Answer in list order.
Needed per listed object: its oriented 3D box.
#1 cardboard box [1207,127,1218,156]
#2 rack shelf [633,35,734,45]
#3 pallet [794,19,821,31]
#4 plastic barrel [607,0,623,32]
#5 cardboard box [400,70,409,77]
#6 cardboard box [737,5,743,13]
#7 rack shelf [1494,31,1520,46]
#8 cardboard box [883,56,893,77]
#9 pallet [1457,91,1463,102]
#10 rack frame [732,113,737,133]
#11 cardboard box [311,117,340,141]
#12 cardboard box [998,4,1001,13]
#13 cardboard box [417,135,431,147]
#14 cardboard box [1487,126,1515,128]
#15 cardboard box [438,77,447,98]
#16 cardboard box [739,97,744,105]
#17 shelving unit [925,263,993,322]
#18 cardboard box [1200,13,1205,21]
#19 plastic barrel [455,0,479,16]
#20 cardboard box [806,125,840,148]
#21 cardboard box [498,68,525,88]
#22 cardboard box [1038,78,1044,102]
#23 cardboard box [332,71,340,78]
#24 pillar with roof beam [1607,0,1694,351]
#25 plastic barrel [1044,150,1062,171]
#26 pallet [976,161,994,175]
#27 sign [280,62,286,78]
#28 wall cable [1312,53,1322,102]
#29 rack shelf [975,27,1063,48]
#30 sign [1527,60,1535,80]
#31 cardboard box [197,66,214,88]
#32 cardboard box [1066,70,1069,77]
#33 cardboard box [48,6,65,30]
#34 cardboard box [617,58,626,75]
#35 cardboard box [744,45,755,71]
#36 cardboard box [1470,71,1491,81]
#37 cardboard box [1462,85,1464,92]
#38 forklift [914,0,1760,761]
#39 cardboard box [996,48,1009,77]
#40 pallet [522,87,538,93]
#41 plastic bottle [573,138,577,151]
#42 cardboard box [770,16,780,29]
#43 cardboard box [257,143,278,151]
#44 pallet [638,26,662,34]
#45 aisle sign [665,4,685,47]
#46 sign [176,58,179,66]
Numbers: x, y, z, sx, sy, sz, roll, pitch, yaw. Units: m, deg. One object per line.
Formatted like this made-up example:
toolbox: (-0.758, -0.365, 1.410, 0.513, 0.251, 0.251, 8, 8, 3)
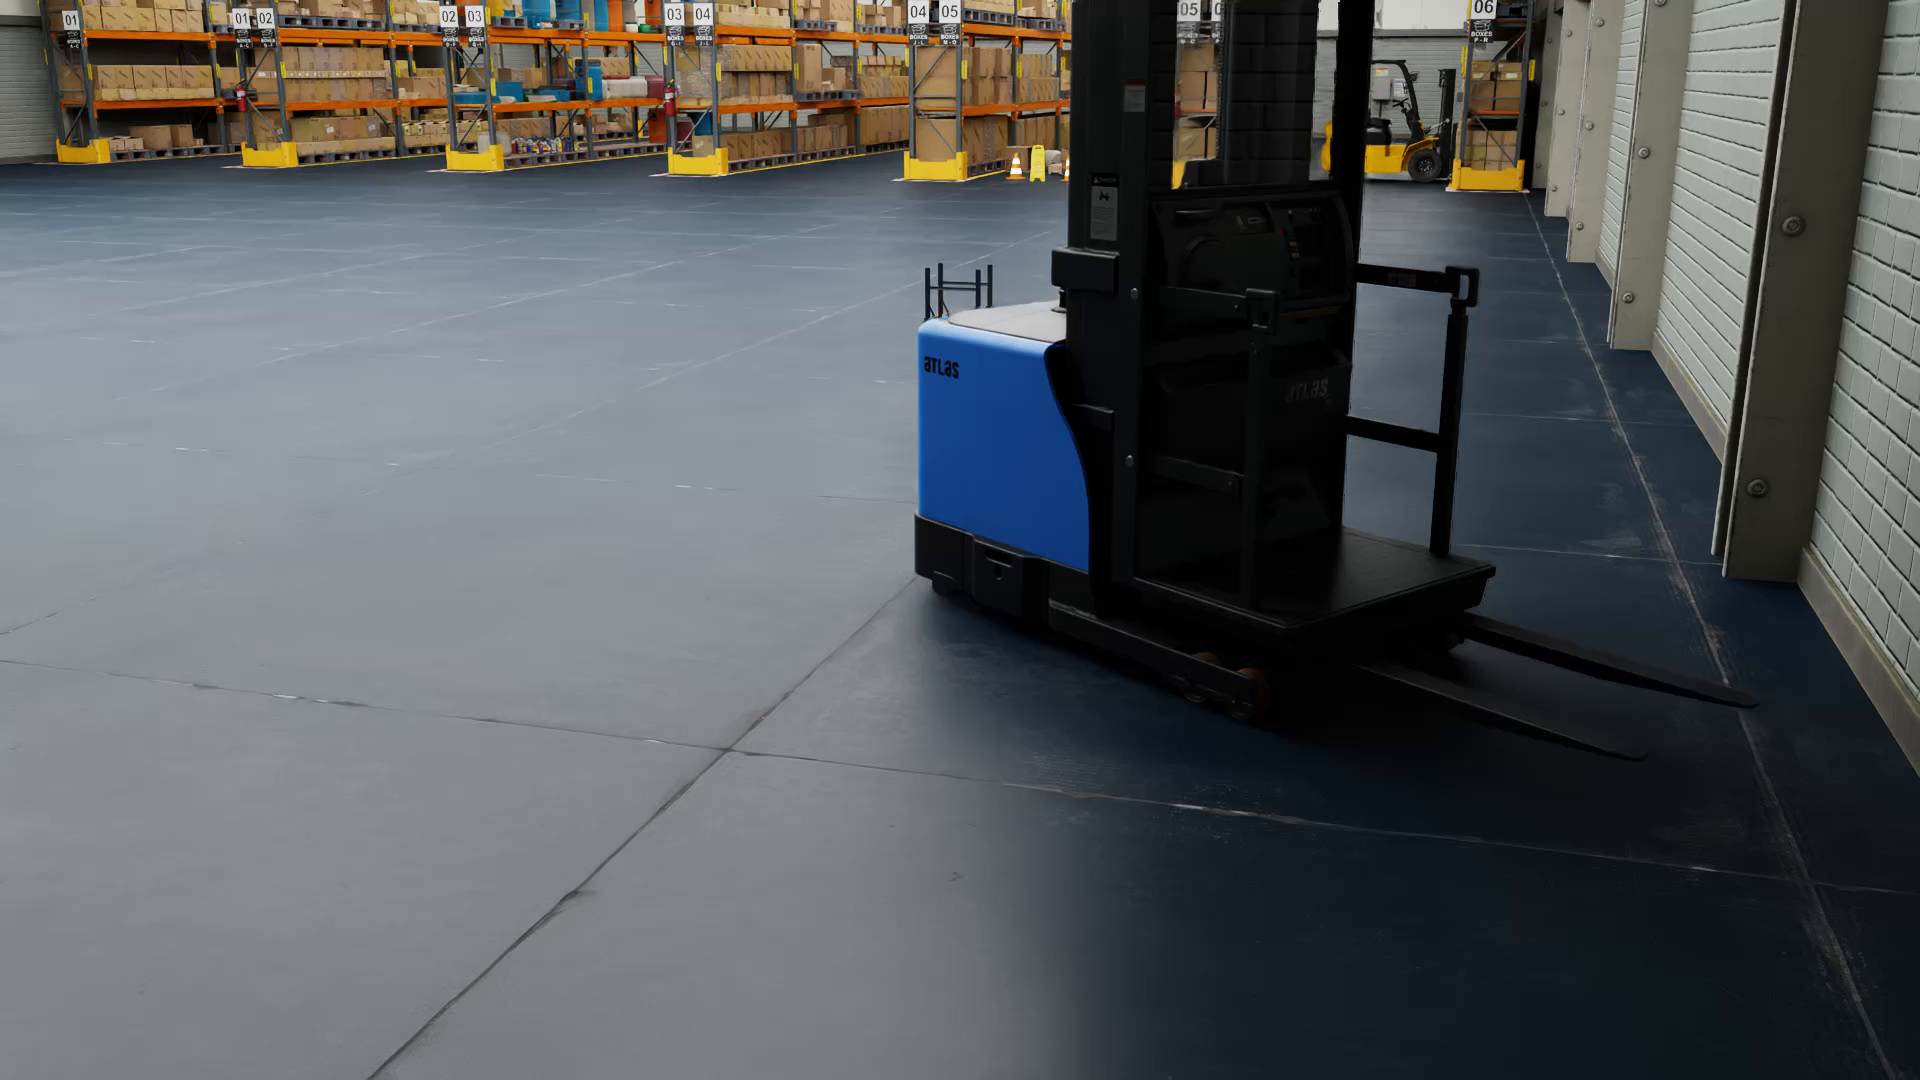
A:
cardboard box: (4.823, -7.317, 30.523, 0.500, 0.500, 0.500, 4, 16, 14)
rack shelf: (-7.086, -12.747, 42.594, 1.077, 0.370, 4.000, 5, 16, 16)
pallet: (-3.765, -11.202, 36.173, 1.213, 0.211, 1.003, 5, 16, 16)
plastic barrel: (-8.282, -12.407, 39.291, 0.600, 0.830, 0.708, 5, 16, 16)
cardboard box: (-15.906, -13.002, 46.906, 0.500, 0.500, 0.500, 4, 16, 15)
cardboard box: (-4.541, -10.531, 33.008, 0.380, 0.149, 0.250, 5, 16, 16)
rack shelf: (10.787, -10.164, 33.487, 1.077, 0.370, 4.000, 5, 16, 16)
cardboard box: (-2.149, -11.973, 42.024, 0.797, 0.503, 0.637, 5, 17, 16)
pallet: (11.481, -9.680, 36.313, 1.213, 0.211, 1.003, 5, 16, 16)
rack frame: (-6.518, -12.173, 44.749, 1.000, 3.000, 0.127, 5, 16, 16)
cardboard box: (-14.040, -9.044, 36.614, 0.500, 0.500, 0.500, 5, 16, 16)
cardboard box: (0.599, -10.471, 32.761, 0.380, 0.149, 0.250, 5, 17, 17)
cardboard box: (-13.041, -9.564, 39.821, 0.500, 0.250, 0.500, 5, 17, 17)
cardboard box: (9.978, -7.495, 30.694, 0.500, 0.250, 0.500, 5, 17, 16)
cardboard box: (-12.864, -11.119, 40.852, 0.500, 0.500, 0.500, 4, 16, 13)
cardboard box: (-4.566, -8.845, 33.475, 0.380, 0.149, 0.250, 5, 16, 16)
shelving unit: (-0.004, -0.573, 7.152, 0.258, 1.200, 0.189, 5, 16, 16)
cardboard box: (4.155, -9.318, 29.648, 0.380, 0.149, 0.250, 5, 17, 16)
plastic barrel: (-9.912, -11.022, 33.639, 0.600, 0.830, 0.708, 5, 16, 16)
cardboard box: (-3.222, -9.429, 38.848, 0.700, 0.500, 0.500, 3, 16, 11)
cardboard box: (-11.889, -12.160, 43.750, 0.700, 0.500, 0.500, 8, 18, 26)
cardboard box: (1.523, -9.845, 36.359, 0.500, 0.500, 0.500, 5, 17, 17)
cardboard box: (-13.921, -10.267, 36.657, 0.380, 0.149, 0.250, 5, 17, 16)
pillar with roof beam: (0.901, -6.120, 12.415, 9.100, 9.000, 0.400, 5, 16, 16)
plastic barrel: (1.832, -7.630, 33.453, 0.421, 0.421, 0.512, -10, 19, -32)
pallet: (0.048, -7.430, 33.139, 1.003, 0.211, 1.213, 5, 16, 16)
sign: (-14.146, -9.829, 34.752, 0.100, 0.325, 0.005, 5, 16, 16)
wall cable: (10.449, -14.048, 49.440, 0.585, 1.953, 0.123, 5, 16, 16)
rack shelf: (1.253, -10.905, 36.101, 1.077, 0.370, 4.000, 5, 16, 16)
sign: (9.613, -7.907, 27.978, 0.100, 0.325, 0.005, 5, 16, 16)
cardboard box: (-18.128, -10.999, 39.474, 0.500, 0.500, 0.500, 5, 16, 16)
cardboard box: (2.362, -11.008, 39.243, 0.380, 0.149, 0.250, 4, 16, 14)
cardboard box: (-19.551, -11.431, 36.418, 0.500, 0.500, 0.500, 6, 17, 20)
cardboard box: (-10.135, -13.864, 48.695, 0.500, 0.500, 0.500, 5, 17, 17)
cardboard box: (-4.472, -9.706, 33.490, 0.500, 0.500, 0.500, 5, 16, 16)
cardboard box: (8.912, -7.970, 28.558, 0.380, 0.149, 0.250, 5, 17, 17)
cardboard box: (11.174, -9.873, 36.331, 0.380, 0.149, 0.250, 5, 17, 17)
forklift: (1.130, -0.988, 5.443, 1.130, 2.935, 3.031, -12, 20, -37)
cardboard box: (0.501, -9.630, 33.529, 0.875, 0.550, 0.550, 5, 16, 16)
pallet: (-11.854, -11.928, 44.239, 1.003, 0.211, 1.213, 5, 16, 16)
plastic bottle: (-8.612, -8.833, 37.147, 0.061, 0.283, 0.133, 5, 17, 19)
cardboard box: (-4.080, -10.791, 34.657, 0.500, 0.250, 0.500, 5, 17, 17)
cardboard box: (-14.807, -8.461, 35.932, 0.500, 0.250, 0.500, 5, 16, 16)
pallet: (-7.343, -12.671, 41.355, 1.003, 0.211, 1.213, 5, 16, 16)
aisle sign: (-5.485, -9.907, 31.997, 0.394, 0.787, 0.004, 5, 16, 16)
sign: (-18.823, -11.447, 40.069, 0.100, 0.325, 0.005, 5, 16, 16)
